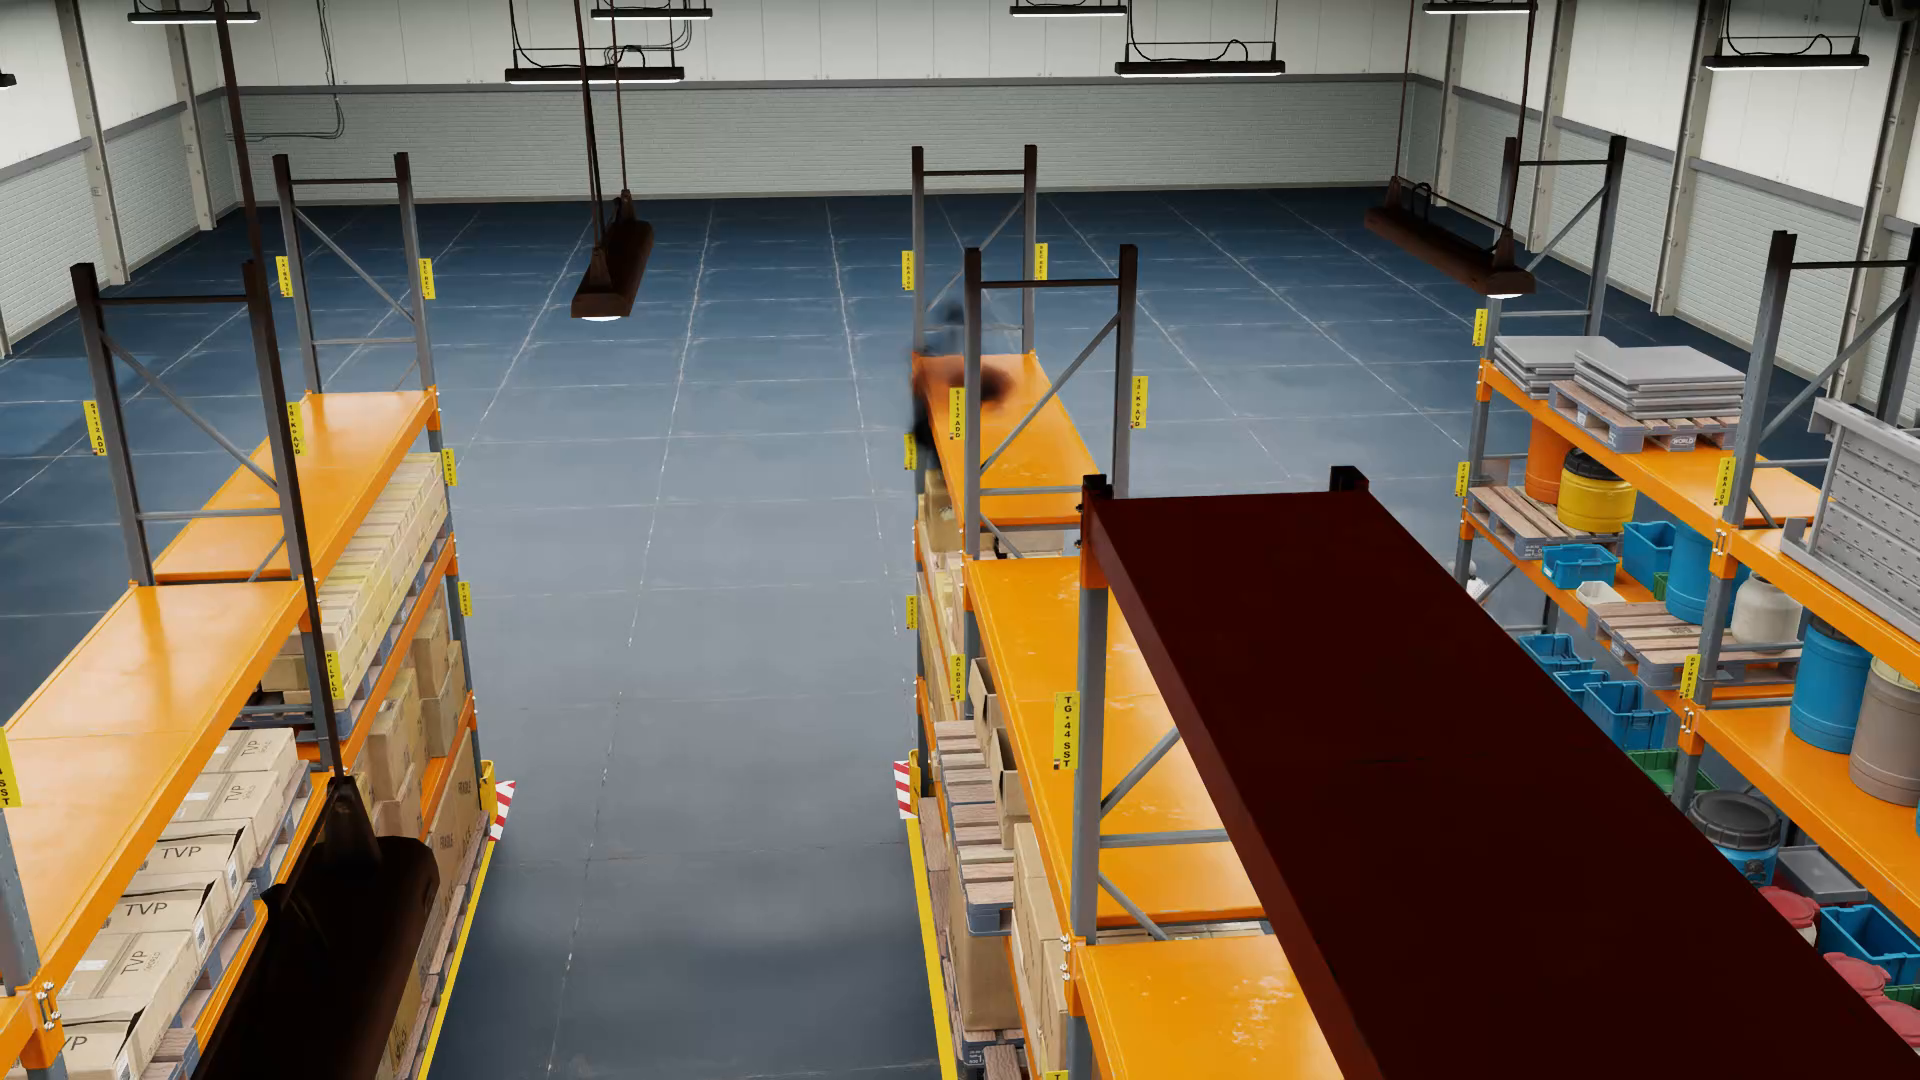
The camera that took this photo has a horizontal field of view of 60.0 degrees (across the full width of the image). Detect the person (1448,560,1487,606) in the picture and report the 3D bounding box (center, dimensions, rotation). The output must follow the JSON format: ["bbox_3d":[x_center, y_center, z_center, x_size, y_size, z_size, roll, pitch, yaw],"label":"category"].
[{"bbox_3d":[5.165,0.934,17.127,0.506,1.617,0.656,13,25,30],"label":"person"}]
